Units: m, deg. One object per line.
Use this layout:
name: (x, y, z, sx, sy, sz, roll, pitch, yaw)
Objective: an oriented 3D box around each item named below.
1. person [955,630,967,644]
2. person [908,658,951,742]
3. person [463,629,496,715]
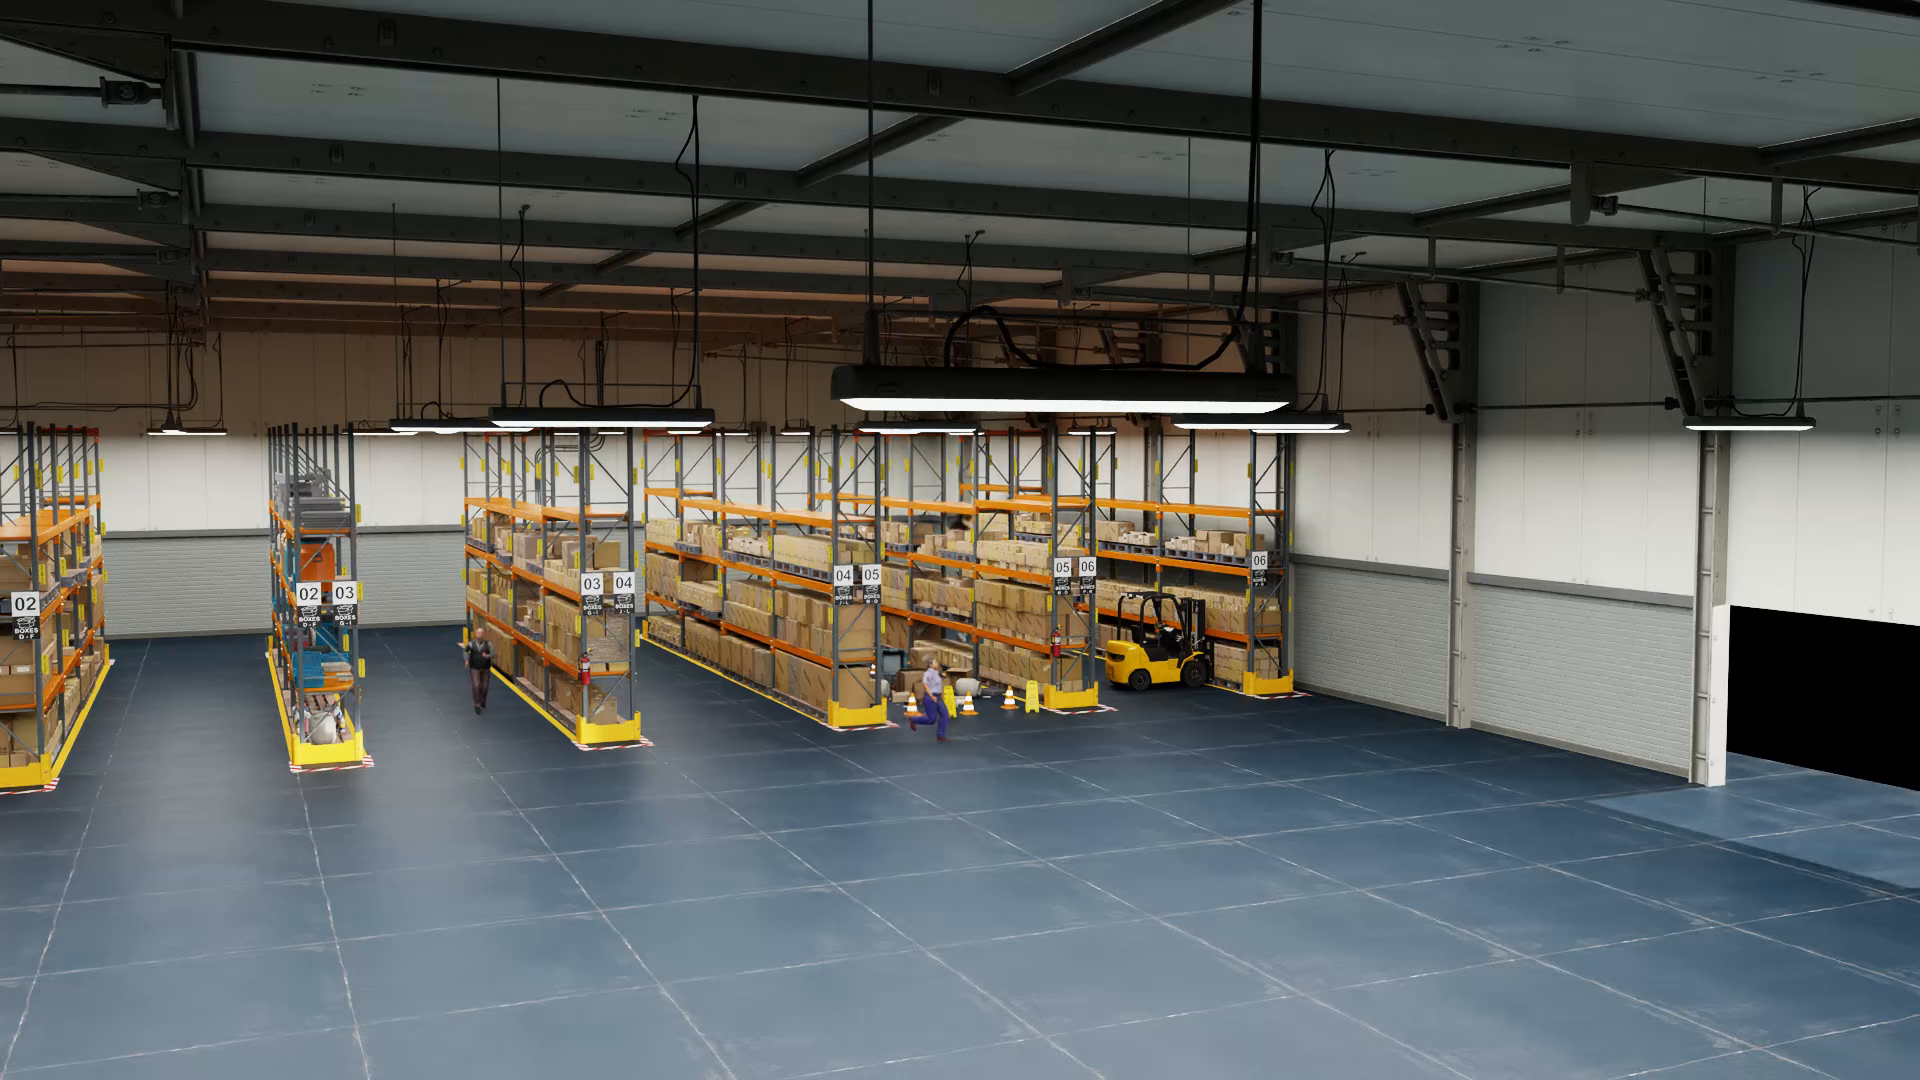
person: (0.119, 2.228, 44.650, 0.548, 1.532, 0.545, -1, 4, -20)
person: (-0.556, 3.023, 31.444, 0.802, 1.611, 0.602, 1, 4, 19)
person: (-10.013, 2.714, 34.704, 0.645, 1.734, 0.904, -1, 4, -23)
